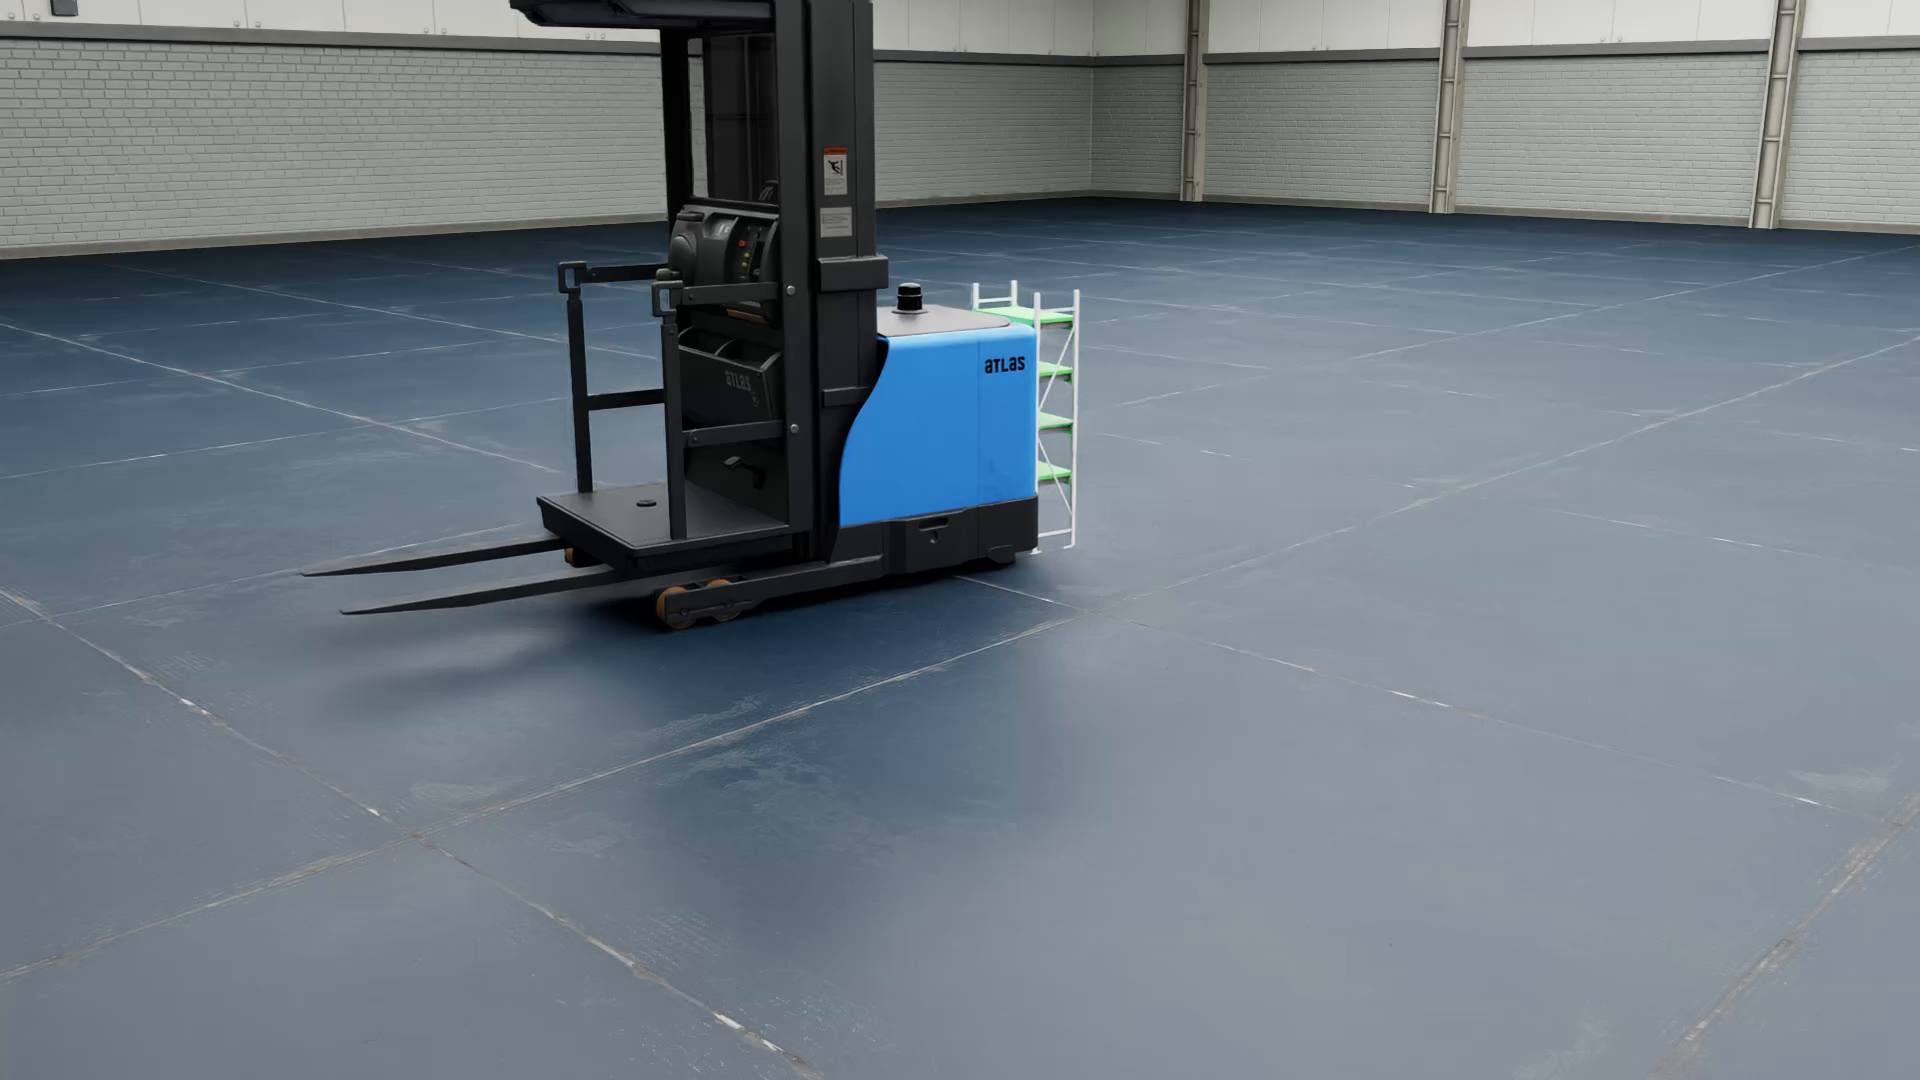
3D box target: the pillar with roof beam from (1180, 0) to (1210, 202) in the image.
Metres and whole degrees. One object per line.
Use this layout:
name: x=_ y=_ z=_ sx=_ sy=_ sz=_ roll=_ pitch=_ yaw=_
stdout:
pillar with roof beam: x=2.080 y=-10.999 z=32.297 sx=0.400 sy=9.000 sz=9.100 roll=14 pitch=20 yaw=42

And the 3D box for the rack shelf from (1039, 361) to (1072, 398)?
rack shelf: x=0.300 y=-0.755 z=7.750 sx=0.258 sy=0.148 sz=0.480 roll=-9 pitch=17 yaw=-32

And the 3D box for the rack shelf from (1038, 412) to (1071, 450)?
rack shelf: x=0.300 y=-0.522 z=7.810 sx=0.258 sy=0.148 sz=0.480 roll=-9 pitch=17 yaw=-32

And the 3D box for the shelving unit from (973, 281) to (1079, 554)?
shelving unit: x=0.300 y=-0.584 z=7.794 sx=0.258 sy=1.200 sz=0.503 roll=-9 pitch=17 yaw=-32

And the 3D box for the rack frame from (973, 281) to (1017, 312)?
rack frame: x=0.165 y=-0.635 z=7.991 sx=0.240 sy=1.200 sz=0.015 roll=-9 pitch=17 yaw=-32

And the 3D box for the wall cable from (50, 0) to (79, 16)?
wall cable: x=-11.398 y=-10.184 z=22.427 sx=0.169 sy=6.003 sz=2.305 roll=14 pitch=20 yaw=42

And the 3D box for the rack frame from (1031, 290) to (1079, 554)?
rack frame: x=0.434 y=-0.533 z=7.597 sx=0.240 sy=1.200 sz=0.015 roll=-9 pitch=17 yaw=-32

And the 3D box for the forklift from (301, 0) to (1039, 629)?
forklift: x=-1.157 y=-1.217 z=6.790 sx=3.031 sy=2.935 sz=1.130 roll=-9 pitch=17 yaw=-32

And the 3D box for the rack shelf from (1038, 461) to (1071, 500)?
rack shelf: x=0.300 y=-0.290 z=7.871 sx=0.258 sy=0.148 sz=0.480 roll=-9 pitch=17 yaw=-32

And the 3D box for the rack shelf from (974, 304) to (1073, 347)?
rack shelf: x=0.300 y=-0.987 z=7.689 sx=0.258 sy=0.148 sz=0.480 roll=-9 pitch=17 yaw=-32

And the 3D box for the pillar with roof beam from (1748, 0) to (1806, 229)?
pillar with roof beam: x=10.719 y=-8.899 z=24.237 sx=0.400 sy=9.000 sz=9.100 roll=14 pitch=20 yaw=42

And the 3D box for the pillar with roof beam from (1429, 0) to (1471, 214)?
pillar with roof beam: x=6.400 y=-9.949 z=28.267 sx=0.400 sy=9.000 sz=9.100 roll=14 pitch=20 yaw=42
